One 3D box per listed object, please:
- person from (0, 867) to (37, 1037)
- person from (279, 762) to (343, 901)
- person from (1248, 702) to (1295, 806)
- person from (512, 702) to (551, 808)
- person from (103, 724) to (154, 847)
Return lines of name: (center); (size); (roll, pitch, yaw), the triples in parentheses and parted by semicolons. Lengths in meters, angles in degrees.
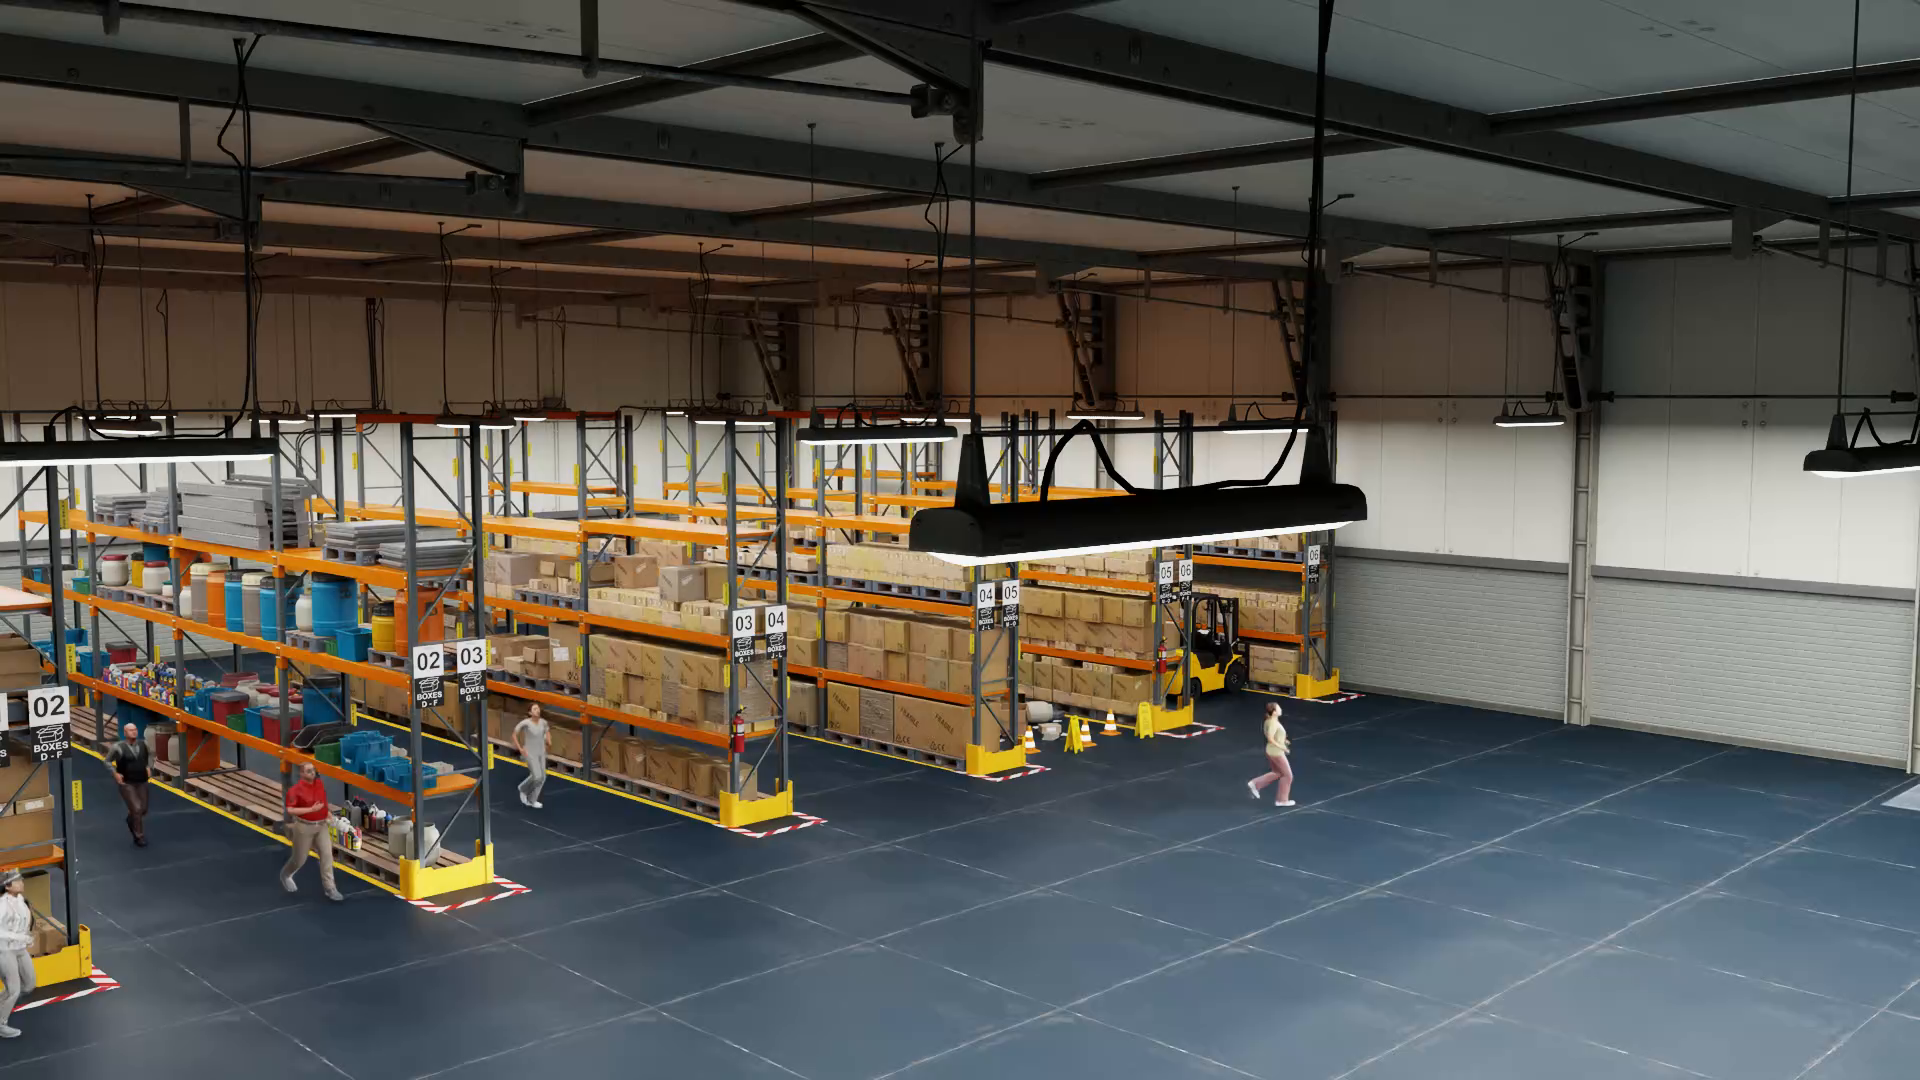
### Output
person: (-9.441, 4.080, 16.571); (0.582, 1.647, 0.640); (0, 5, 0)
person: (-8.168, 3.634, 20.907); (0.987, 1.714, 0.663); (3, 6, 33)
person: (4.815, 3.293, 25.612); (0.724, 1.625, 0.584); (0, 5, -2)
person: (-6.504, 3.300, 25.483); (0.527, 1.638, 0.609); (4, 7, 42)
person: (-11.728, 3.441, 23.534); (0.751, 1.711, 0.670); (4, 6, 39)
